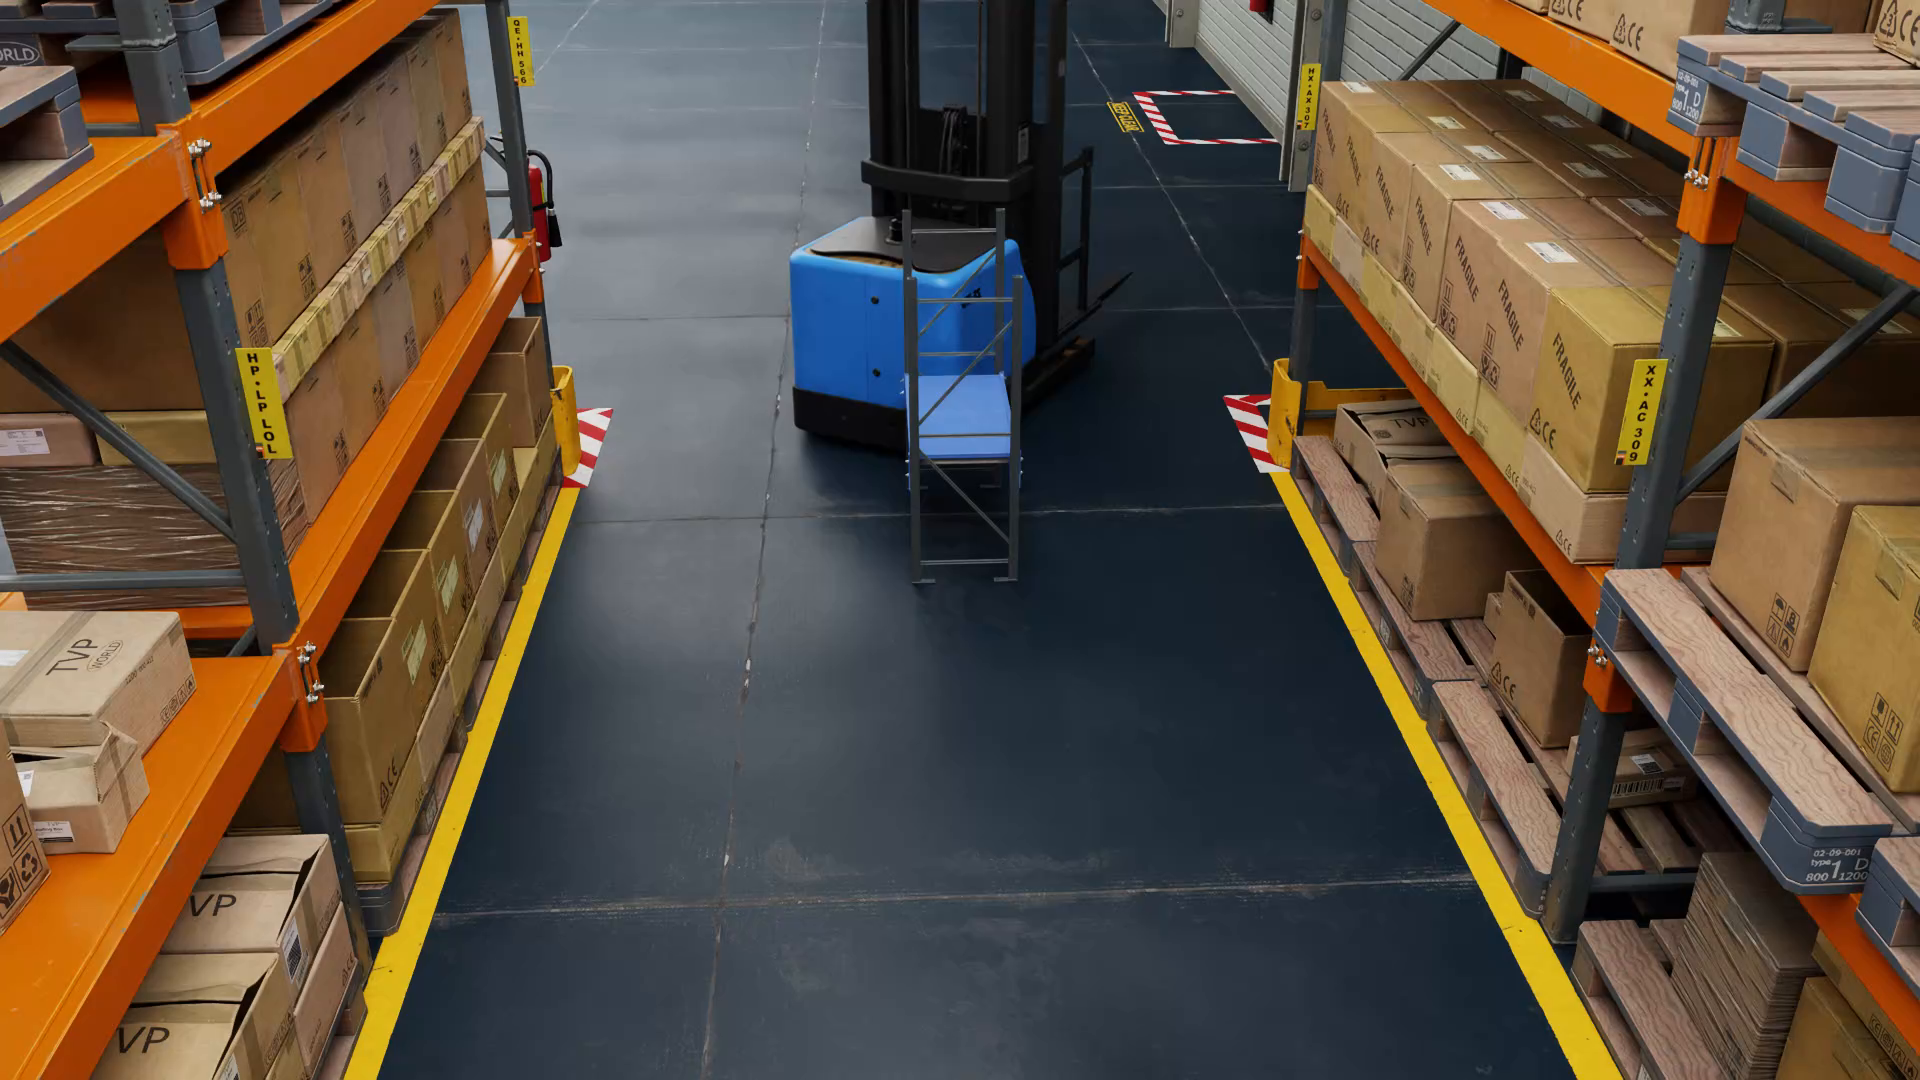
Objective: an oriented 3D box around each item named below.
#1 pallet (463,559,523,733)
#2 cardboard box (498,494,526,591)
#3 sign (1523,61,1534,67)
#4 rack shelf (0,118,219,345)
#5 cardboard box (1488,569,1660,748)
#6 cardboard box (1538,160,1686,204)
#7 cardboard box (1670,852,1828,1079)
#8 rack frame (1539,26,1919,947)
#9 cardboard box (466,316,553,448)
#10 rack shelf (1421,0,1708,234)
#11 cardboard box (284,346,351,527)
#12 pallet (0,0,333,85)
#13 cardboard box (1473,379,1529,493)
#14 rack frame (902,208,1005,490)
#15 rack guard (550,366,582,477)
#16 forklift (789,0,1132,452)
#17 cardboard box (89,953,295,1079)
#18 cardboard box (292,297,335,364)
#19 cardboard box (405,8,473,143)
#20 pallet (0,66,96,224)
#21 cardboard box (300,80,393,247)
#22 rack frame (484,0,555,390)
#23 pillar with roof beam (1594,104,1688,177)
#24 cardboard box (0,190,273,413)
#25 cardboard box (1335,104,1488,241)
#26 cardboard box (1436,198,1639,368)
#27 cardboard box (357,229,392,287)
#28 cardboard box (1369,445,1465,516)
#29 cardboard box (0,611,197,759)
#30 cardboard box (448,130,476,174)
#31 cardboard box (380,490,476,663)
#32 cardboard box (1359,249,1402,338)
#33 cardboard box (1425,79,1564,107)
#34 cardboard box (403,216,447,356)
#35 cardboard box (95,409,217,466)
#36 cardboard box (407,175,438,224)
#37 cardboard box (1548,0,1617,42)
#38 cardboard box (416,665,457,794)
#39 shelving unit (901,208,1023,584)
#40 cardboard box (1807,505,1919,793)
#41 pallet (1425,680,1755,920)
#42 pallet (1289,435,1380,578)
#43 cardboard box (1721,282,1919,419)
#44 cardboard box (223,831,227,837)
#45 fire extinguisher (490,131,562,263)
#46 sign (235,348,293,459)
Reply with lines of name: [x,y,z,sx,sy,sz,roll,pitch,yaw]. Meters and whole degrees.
pallet: [-2.515,0.427,7.202,1.003,0.211,1.213,-1,28,-3]
cardboard box: [-2.269,0.012,7.503,0.500,0.250,0.500,-1,28,-3]
sign: [2.844,-2.502,8.210,0.100,0.325,0.005,-1,28,-3]
rack shelf: [-2.345,0.037,2.470,1.077,0.370,4.000,-1,28,-3]
cardboard box: [2.404,0.438,6.394,0.500,0.500,0.500,-3,28,-7]
cardboard box: [2.600,-1.203,6.642,0.500,0.500,0.500,-1,28,-2]
cardboard box: [2.553,1.256,4.826,0.700,0.500,0.500,0,28,-1]
rack frame: [2.498,0.003,5.001,1.000,3.000,0.127,-1,28,-3]
cardboard box: [-2.333,-0.782,8.214,0.500,0.500,0.500,-1,28,-3]
rack shelf: [2.393,-1.932,6.244,1.077,0.370,4.000,-1,28,-3]
cardboard box: [-2.512,-0.368,5.604,0.700,0.500,0.500,-2,28,-3]
pallet: [-2.519,-1.560,4.849,1.003,0.211,1.213,-1,28,-3]
cardboard box: [2.153,-0.381,5.878,0.500,0.250,0.500,-1,28,-2]
rack frame: [-0.031,-0.939,8.429,0.500,1.500,0.032,-1,28,-3]
rack guard: [-2.659,-0.626,8.909,1.175,0.500,0.348,-1,28,-3]
forklift: [0.187,-2.386,9.655,1.130,2.935,3.031,13,30,24]
cardboard box: [-2.108,1.329,4.372,0.500,0.311,0.500,-1,28,-1]
cardboard box: [-2.313,-0.693,5.525,0.380,0.149,0.250,-2,28,-3]
cardboard box: [-2.643,-2.102,7.526,0.700,0.500,0.500,-1,28,-2]
pallet: [-2.390,-0.714,3.338,0.805,0.209,1.217,-2,28,-5]
cardboard box: [-2.557,-1.395,6.171,0.700,0.500,0.500,-1,28,-3]
rack frame: [-2.658,-1.723,8.310,1.000,3.000,0.127,-1,28,-3]
pillar with roof beam: [-1.110,-4.098,6.376,9.100,9.000,0.400,-1,28,-3]
cardboard box: [-2.478,-0.700,4.838,0.700,0.500,0.500,-1,28,-2]
cardboard box: [2.030,-1.663,7.525,0.500,0.500,0.500,-1,28,-2]
cardboard box: [2.117,-0.946,6.150,0.500,0.500,0.500,-2,28,-4]
cardboard box: [-2.354,-1.052,6.213,0.380,0.149,0.250,-2,28,-3]
cardboard box: [2.265,-0.262,7.941,0.500,0.311,0.500,1,28,2]
cardboard box: [-2.380,0.417,4.369,0.500,0.250,0.500,0,28,1]
cardboard box: [-2.433,-1.762,7.576,0.380,0.149,0.250,-1,28,-1]
cardboard box: [-2.213,0.141,6.444,0.500,0.500,0.500,-1,28,-3]
cardboard box: [2.059,-1.079,7.215,0.500,0.250,0.500,-2,28,-3]
cardboard box: [2.526,-1.907,7.992,0.500,0.500,0.500,-2,28,-3]
cardboard box: [-2.594,-1.080,6.968,0.700,0.500,0.500,-1,28,-2]
cardboard box: [-2.270,-0.337,4.842,0.380,0.149,0.250,-1,28,-3]
cardboard box: [-2.394,-1.407,6.894,0.380,0.149,0.250,-1,28,-1]
cardboard box: [2.211,-1.841,5.164,0.500,0.500,0.500,-4,28,-7]
cardboard box: [-2.191,0.705,6.175,0.500,0.250,0.500,-1,28,-3]
shelving unit: [-0.004,-0.704,7.979,0.538,1.500,1.048,-1,28,-3]
cardboard box: [2.512,0.258,3.929,0.700,0.500,0.500,1,28,3]
pallet: [2.427,0.930,6.239,1.003,0.211,1.213,-1,28,-3]
pallet: [2.300,-0.197,8.399,1.003,0.211,1.213,-1,28,-3]
cardboard box: [2.682,-0.494,5.283,0.500,0.500,0.500,-2,28,-4]
cardboard box: [-2.691,0.948,5.707,0.500,0.250,0.500,-1,28,-3]
fire extinguisher: [-2.200,-1.755,8.454,0.296,0.674,0.183,-1,28,-3]
sign: [-1.908,-0.372,4.553,0.100,0.325,0.005,-1,28,-3]
